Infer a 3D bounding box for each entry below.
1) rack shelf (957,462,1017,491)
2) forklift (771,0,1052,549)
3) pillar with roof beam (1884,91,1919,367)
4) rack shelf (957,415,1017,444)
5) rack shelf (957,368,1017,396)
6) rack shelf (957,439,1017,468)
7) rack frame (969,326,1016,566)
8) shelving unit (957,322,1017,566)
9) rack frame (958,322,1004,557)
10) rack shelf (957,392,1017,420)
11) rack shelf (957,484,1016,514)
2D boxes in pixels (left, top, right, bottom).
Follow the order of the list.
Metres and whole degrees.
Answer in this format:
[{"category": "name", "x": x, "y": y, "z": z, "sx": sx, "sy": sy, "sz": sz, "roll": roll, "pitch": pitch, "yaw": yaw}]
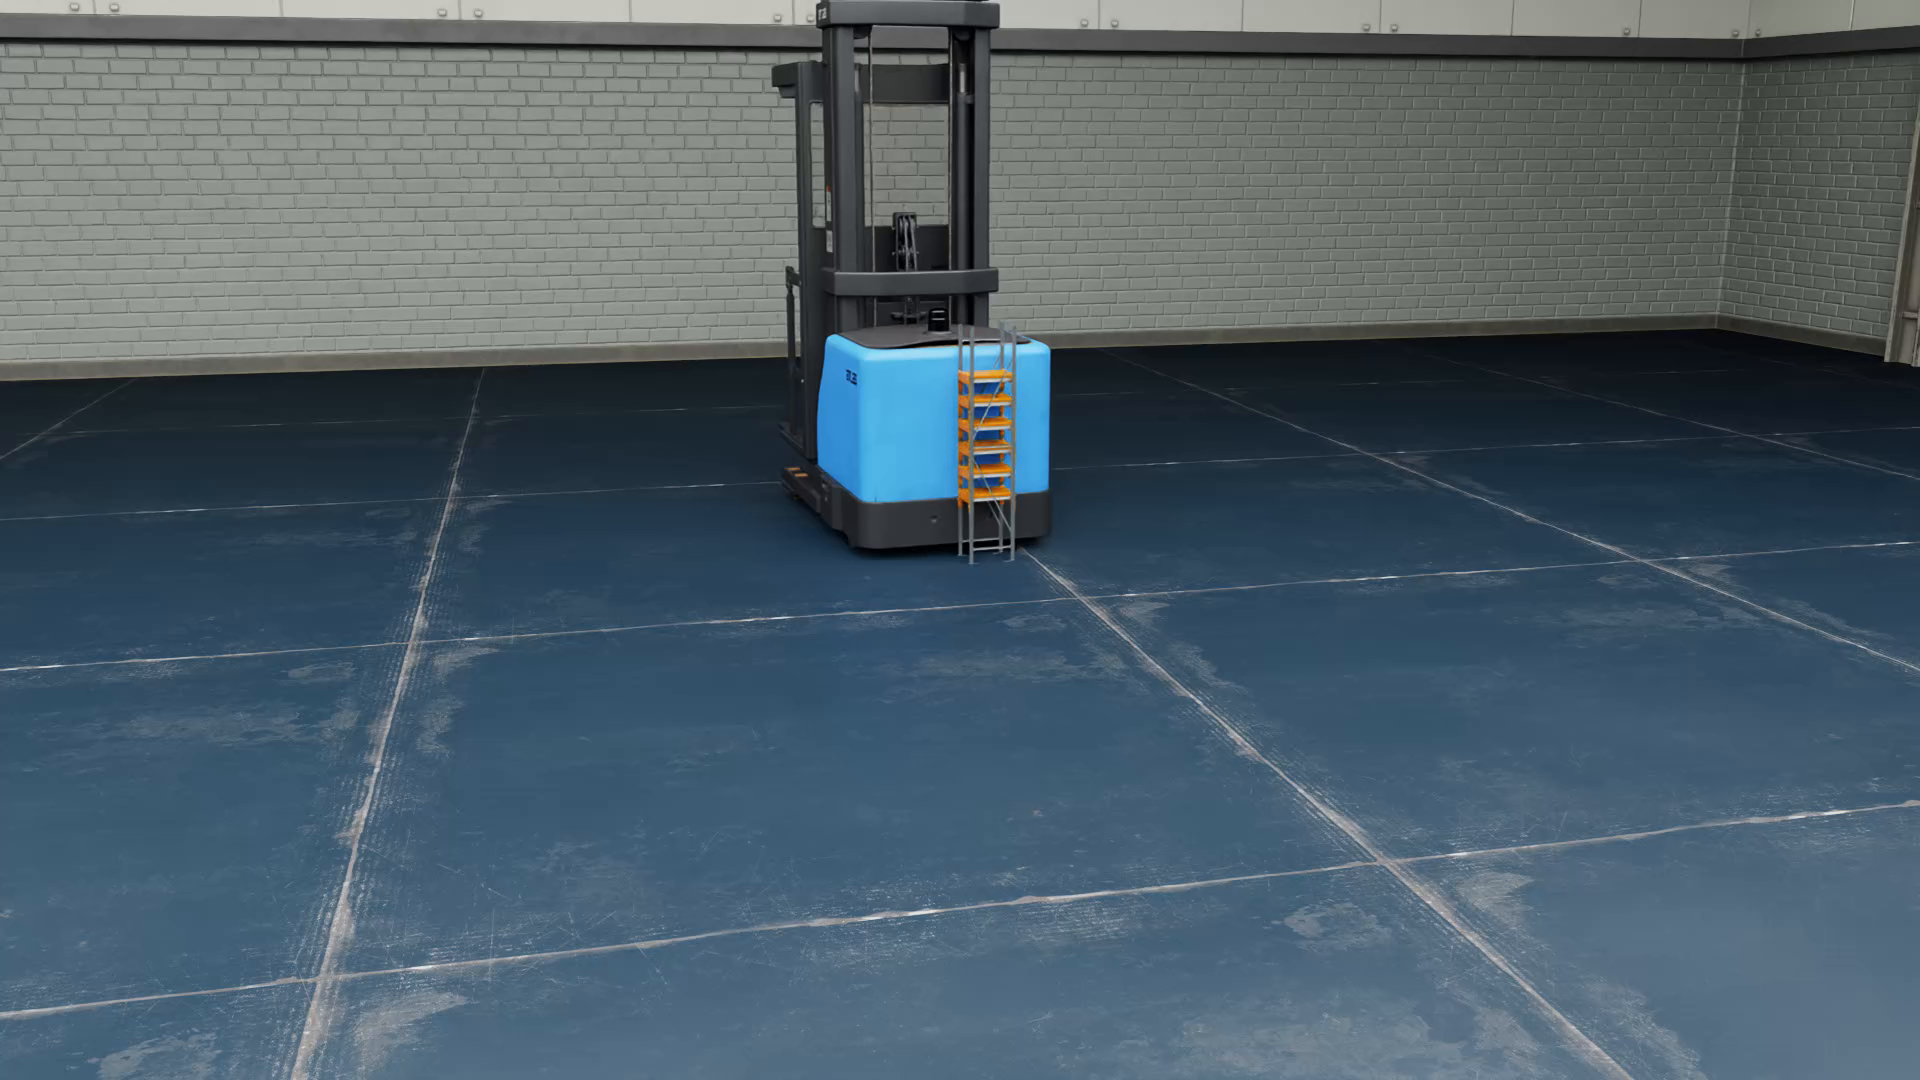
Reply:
[{"category": "rack shelf", "x": 0.135, "y": -0.323, "z": 8.415, "sx": 0.258, "sy": 0.103, "sz": 0.180, "roll": -4, "pitch": 14, "yaw": -17}, {"category": "forklift", "x": -0.448, "y": -1.682, "z": 9.634, "sx": 1.130, "sy": 2.935, "sz": 3.031, "roll": -4, "pitch": 14, "yaw": -17}, {"category": "pillar with roof beam", "x": 4.868, "y": -5.810, "z": 13.748, "sx": 9.100, "sy": 9.000, "sz": 0.400, "roll": -3, "pitch": 14, "yaw": -13}, {"category": "rack shelf", "x": 0.135, "y": -0.556, "z": 8.358, "sx": 0.258, "sy": 0.103, "sz": 0.180, "roll": -4, "pitch": 14, "yaw": -17}, {"category": "rack shelf", "x": 0.135, "y": -0.790, "z": 8.301, "sx": 0.258, "sy": 0.103, "sz": 0.180, "roll": -4, "pitch": 14, "yaw": -17}, {"category": "rack shelf", "x": 0.135, "y": -0.440, "z": 8.386, "sx": 0.258, "sy": 0.103, "sz": 0.180, "roll": -4, "pitch": 14, "yaw": -17}, {"category": "rack frame", "x": 0.163, "y": -0.462, "z": 8.291, "sx": 0.240, "sy": 1.200, "sz": 0.006, "roll": -4, "pitch": 14, "yaw": -17}, {"category": "shelving unit", "x": 0.135, "y": -0.483, "z": 8.376, "sx": 0.258, "sy": 1.200, "sz": 0.189, "roll": -4, "pitch": 14, "yaw": -17}, {"category": "rack frame", "x": 0.107, "y": -0.504, "z": 8.461, "sx": 0.240, "sy": 1.200, "sz": 0.006, "roll": -4, "pitch": 14, "yaw": -17}, {"category": "rack shelf", "x": 0.135, "y": -0.673, "z": 8.329, "sx": 0.258, "sy": 0.103, "sz": 0.180, "roll": -4, "pitch": 14, "yaw": -17}, {"category": "rack shelf", "x": 0.135, "y": -0.207, "z": 8.443, "sx": 0.258, "sy": 0.103, "sz": 0.180, "roll": -4, "pitch": 14, "yaw": -17}]
